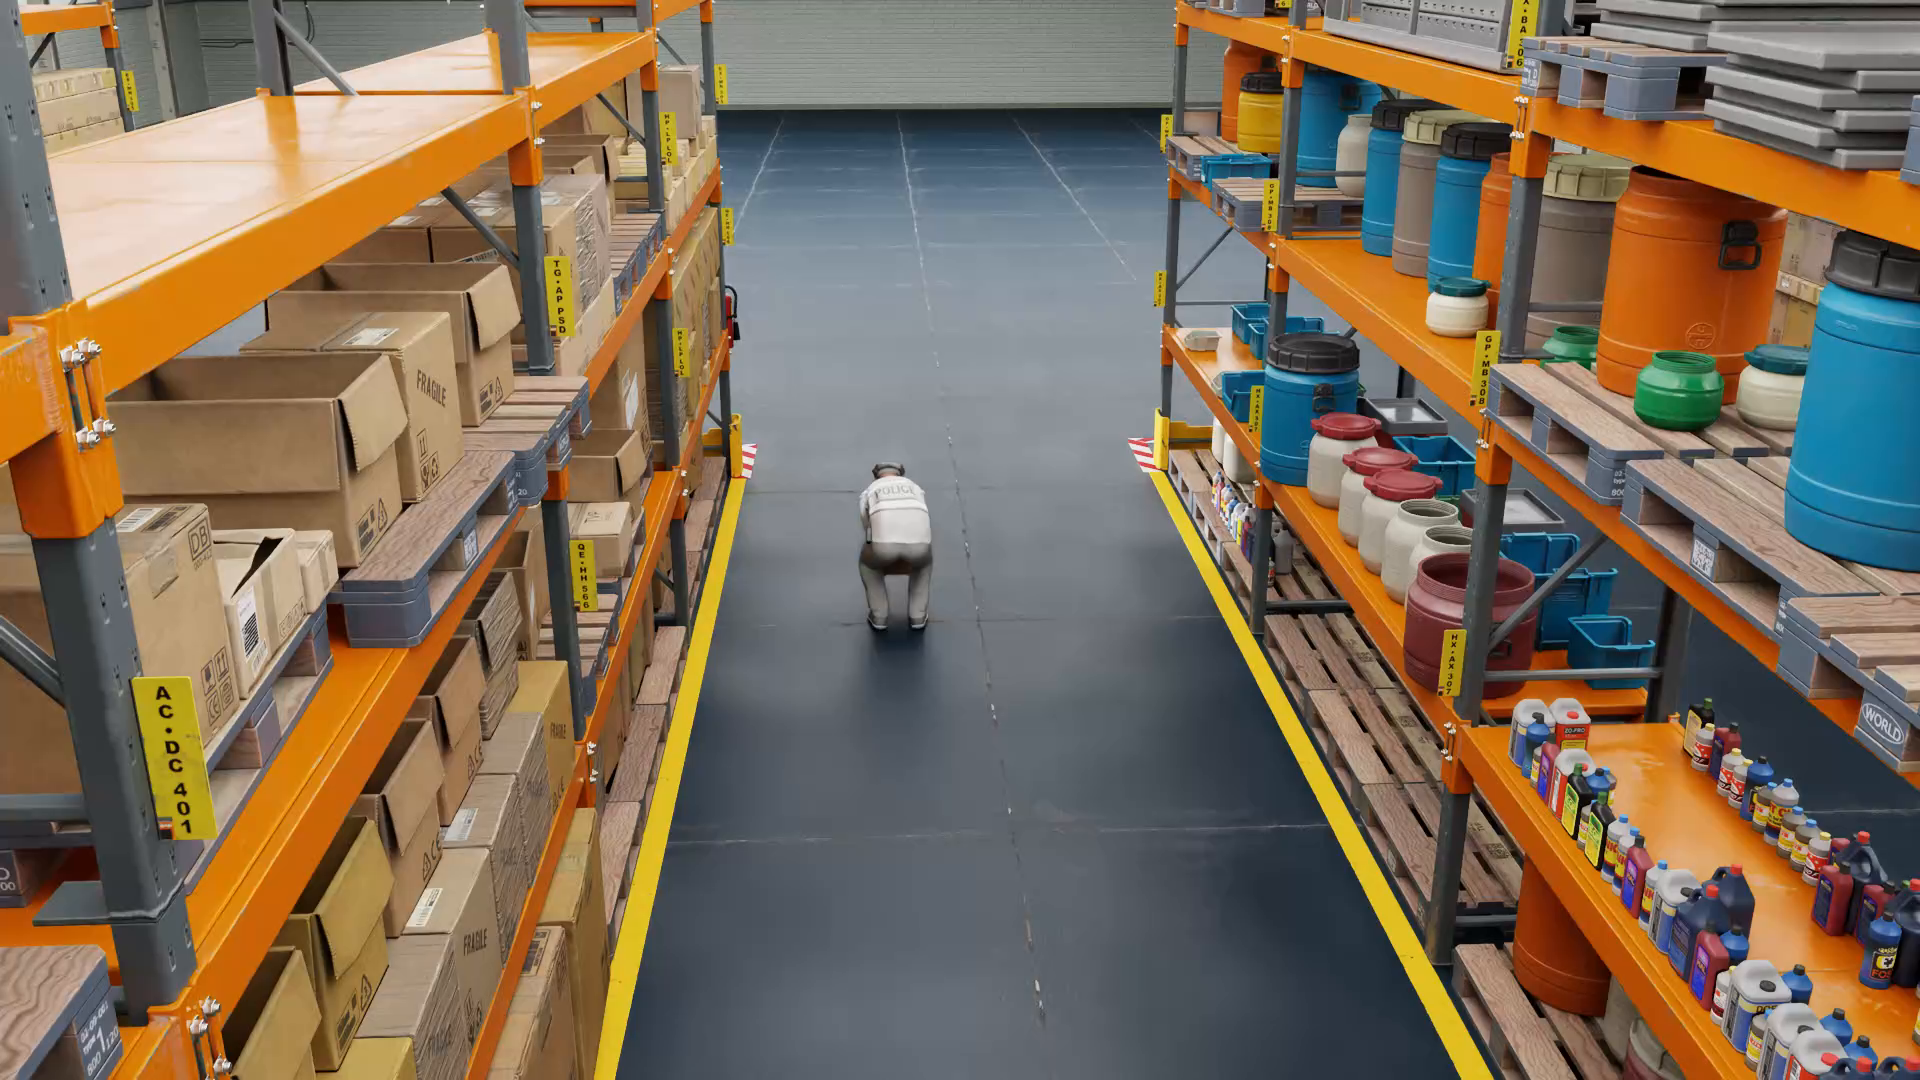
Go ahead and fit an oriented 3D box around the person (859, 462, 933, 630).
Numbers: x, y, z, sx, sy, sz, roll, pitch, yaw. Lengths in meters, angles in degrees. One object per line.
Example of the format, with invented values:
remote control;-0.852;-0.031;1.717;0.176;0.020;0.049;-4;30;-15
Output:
person;-0.464;0.045;11.974;0.541;1.042;1.029;-2;20;-6
